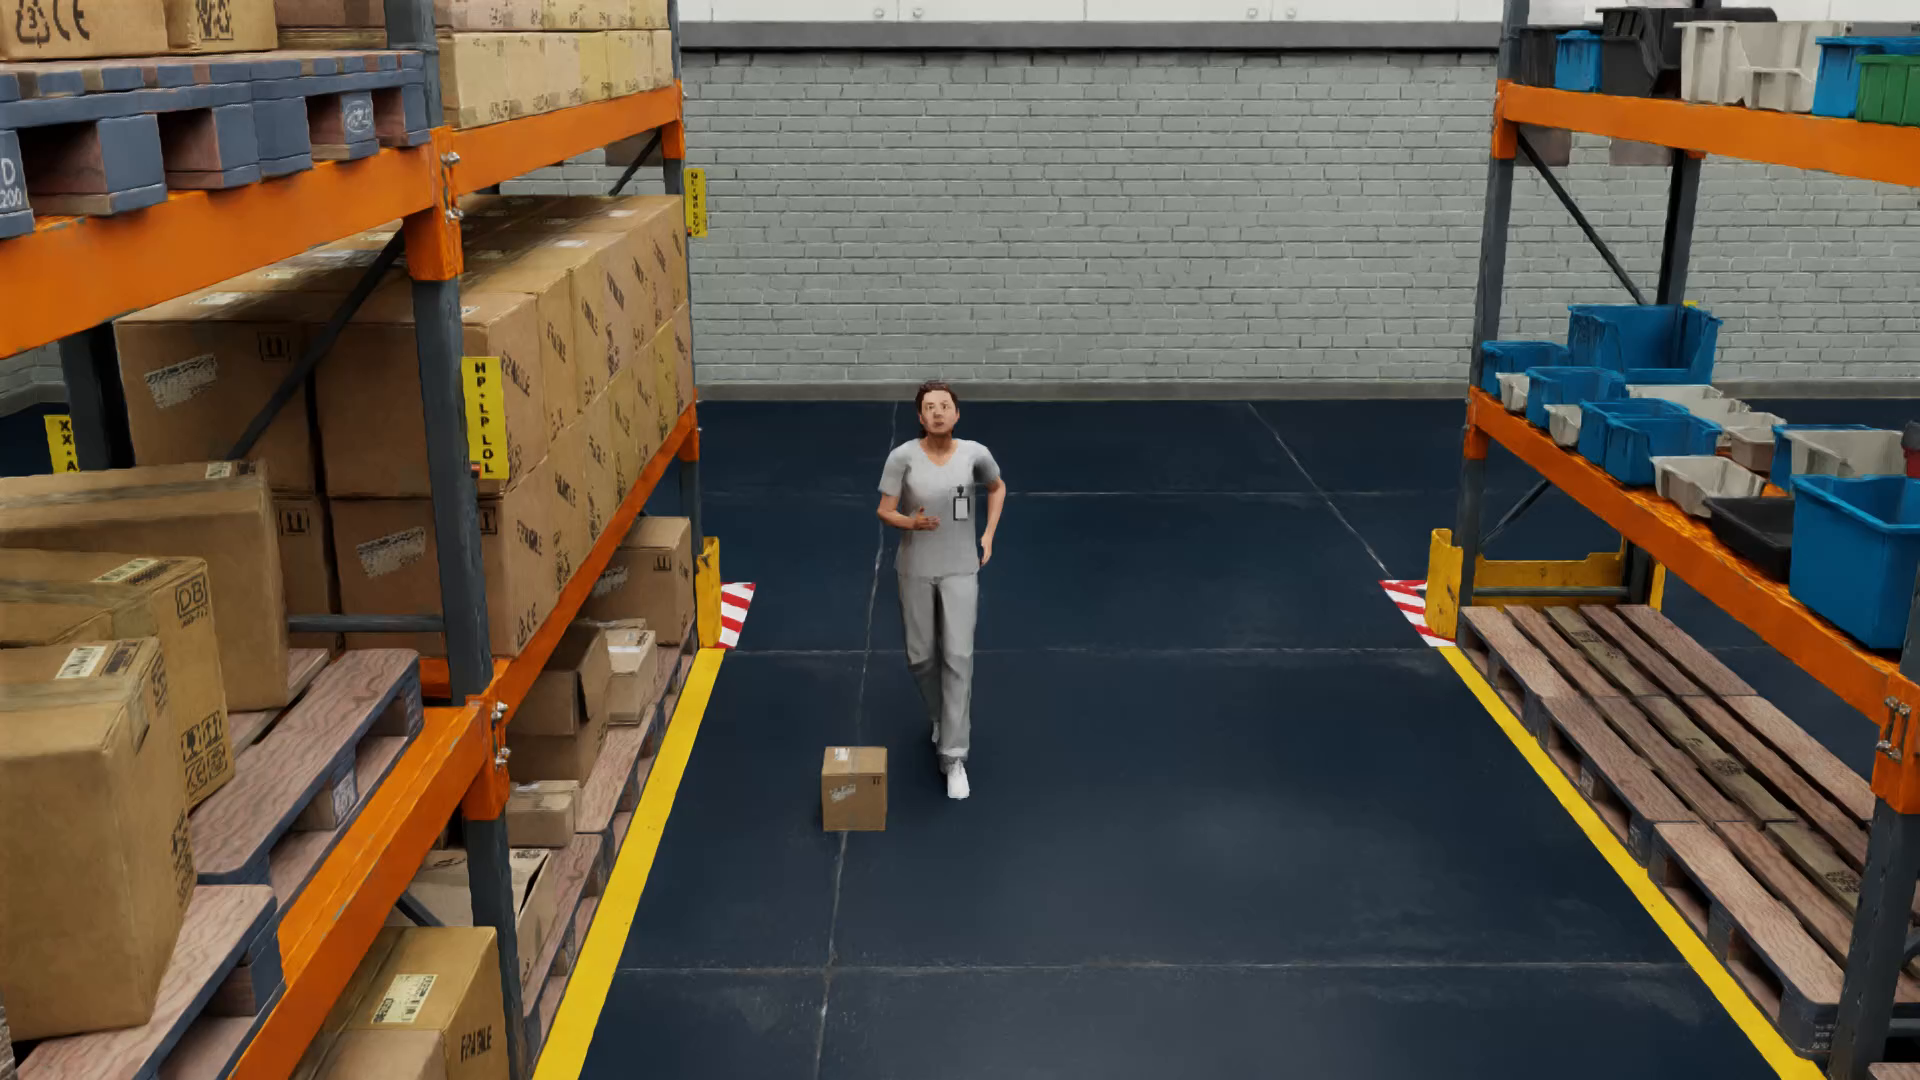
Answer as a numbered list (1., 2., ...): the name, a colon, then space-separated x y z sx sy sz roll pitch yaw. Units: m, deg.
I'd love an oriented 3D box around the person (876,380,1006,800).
1. person: -0.093 0.177 7.012 0.531 1.648 0.788 1 17 5
